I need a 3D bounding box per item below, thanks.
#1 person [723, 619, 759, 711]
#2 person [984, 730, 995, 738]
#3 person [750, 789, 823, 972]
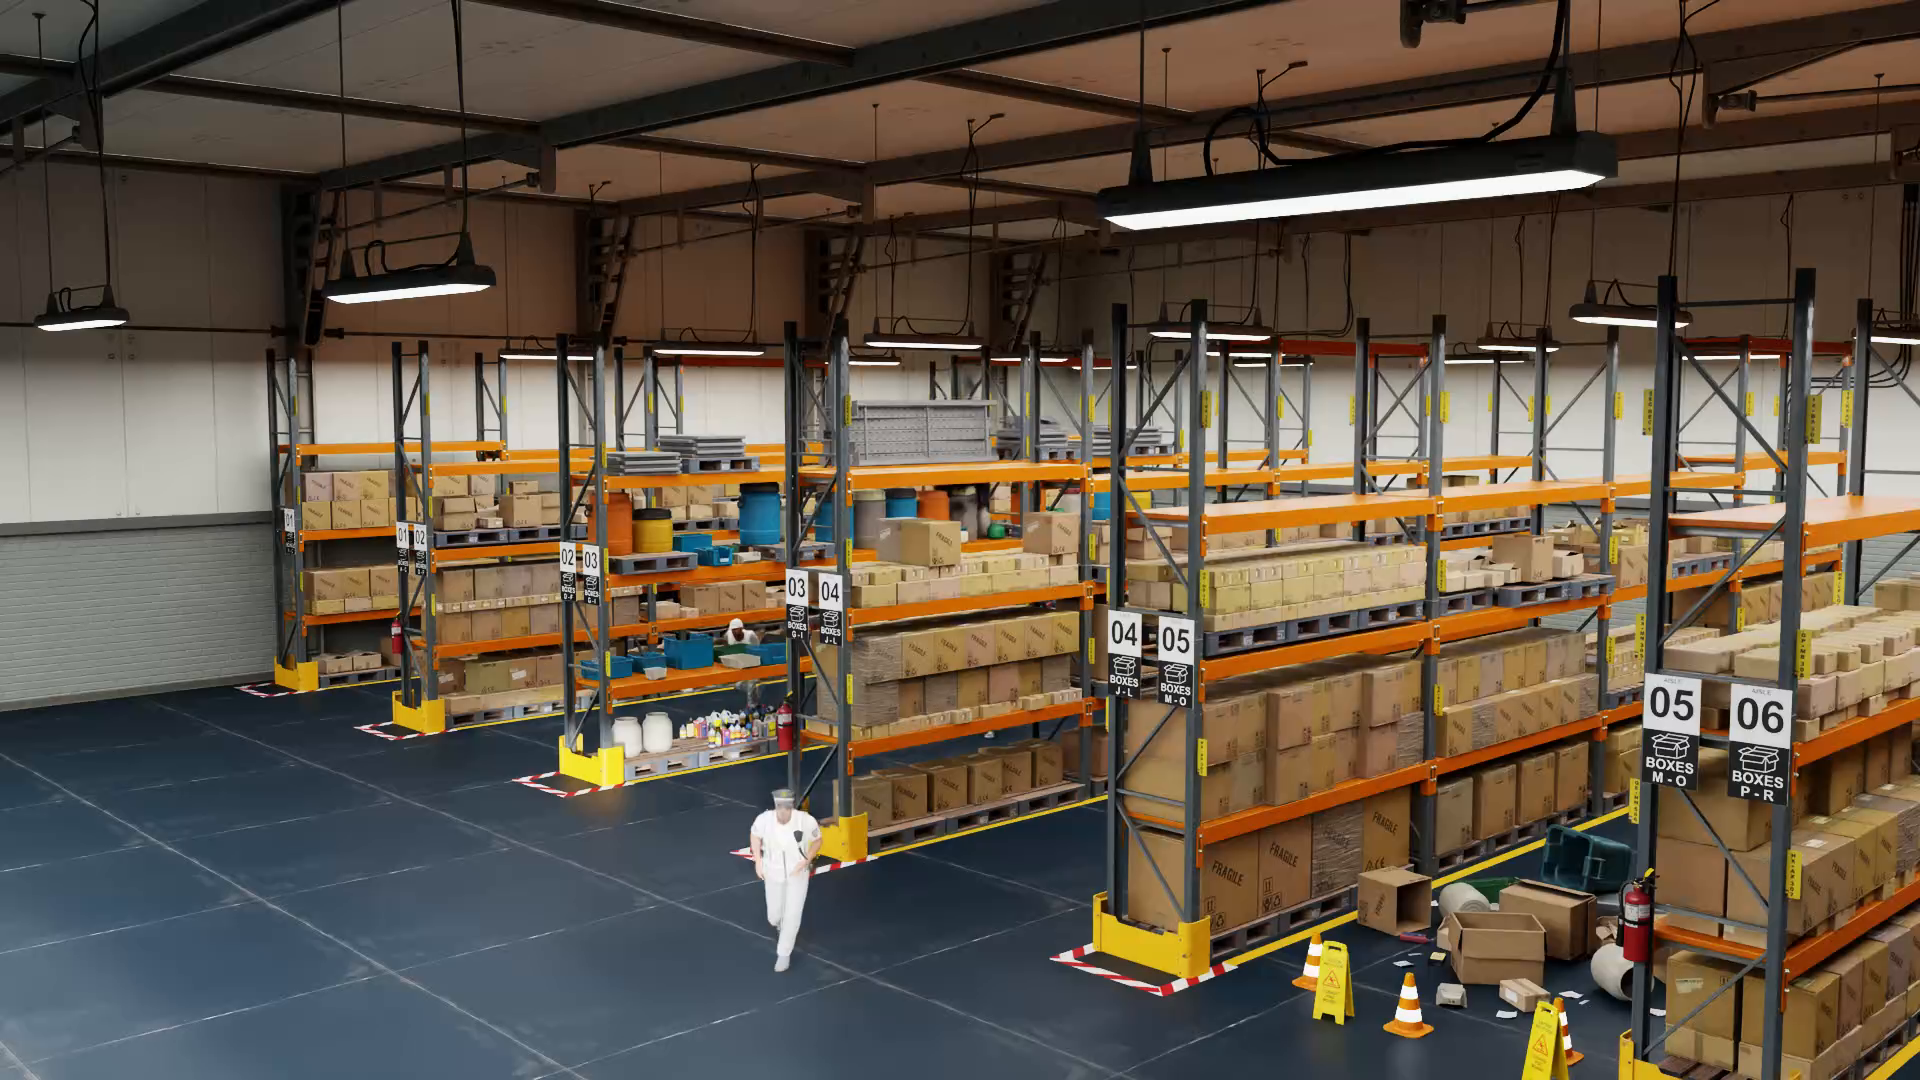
[{"bbox_3d":[-3.556,2.033,27.148,0.711,1.583,0.868,2,5,18],"label":"person"},{"bbox_3d":[0.388,2.237,25.075,0.520,1.530,0.564,2,5,24],"label":"person"},{"bbox_3d":[-1.573,3.037,15.110,0.658,1.709,0.731,0,5,-4],"label":"person"}]
